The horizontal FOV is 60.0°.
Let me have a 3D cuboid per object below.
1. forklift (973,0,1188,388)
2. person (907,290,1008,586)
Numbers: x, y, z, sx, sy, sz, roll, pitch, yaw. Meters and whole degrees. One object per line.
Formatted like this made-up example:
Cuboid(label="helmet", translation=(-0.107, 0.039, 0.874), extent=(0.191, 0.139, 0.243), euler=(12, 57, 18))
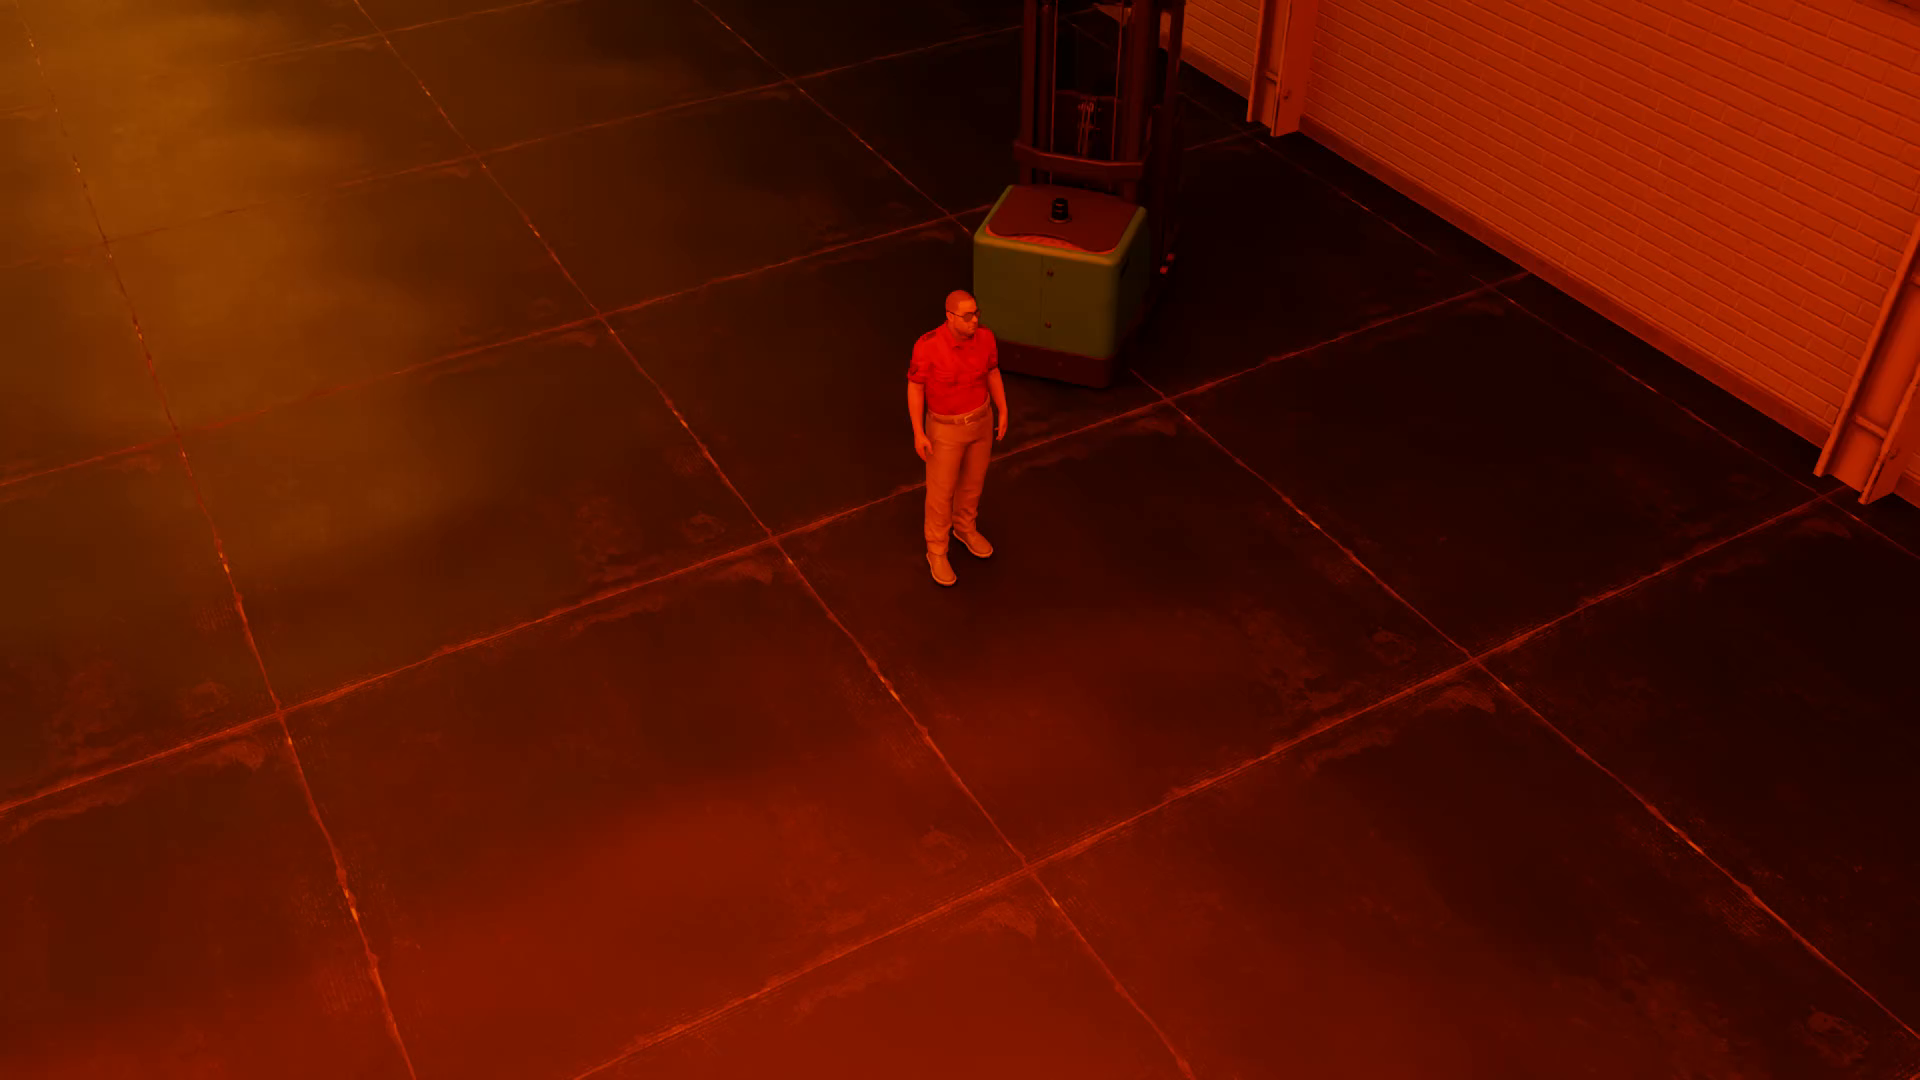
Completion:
Cuboid(label="forklift", translation=(1.041, -3.124, 11.803), extent=(1.130, 2.935, 3.031), euler=(13, 41, 15))
Cuboid(label="person", translation=(0.035, -0.618, 9.711), extent=(0.640, 1.727, 0.550), euler=(-20, 44, -23))
